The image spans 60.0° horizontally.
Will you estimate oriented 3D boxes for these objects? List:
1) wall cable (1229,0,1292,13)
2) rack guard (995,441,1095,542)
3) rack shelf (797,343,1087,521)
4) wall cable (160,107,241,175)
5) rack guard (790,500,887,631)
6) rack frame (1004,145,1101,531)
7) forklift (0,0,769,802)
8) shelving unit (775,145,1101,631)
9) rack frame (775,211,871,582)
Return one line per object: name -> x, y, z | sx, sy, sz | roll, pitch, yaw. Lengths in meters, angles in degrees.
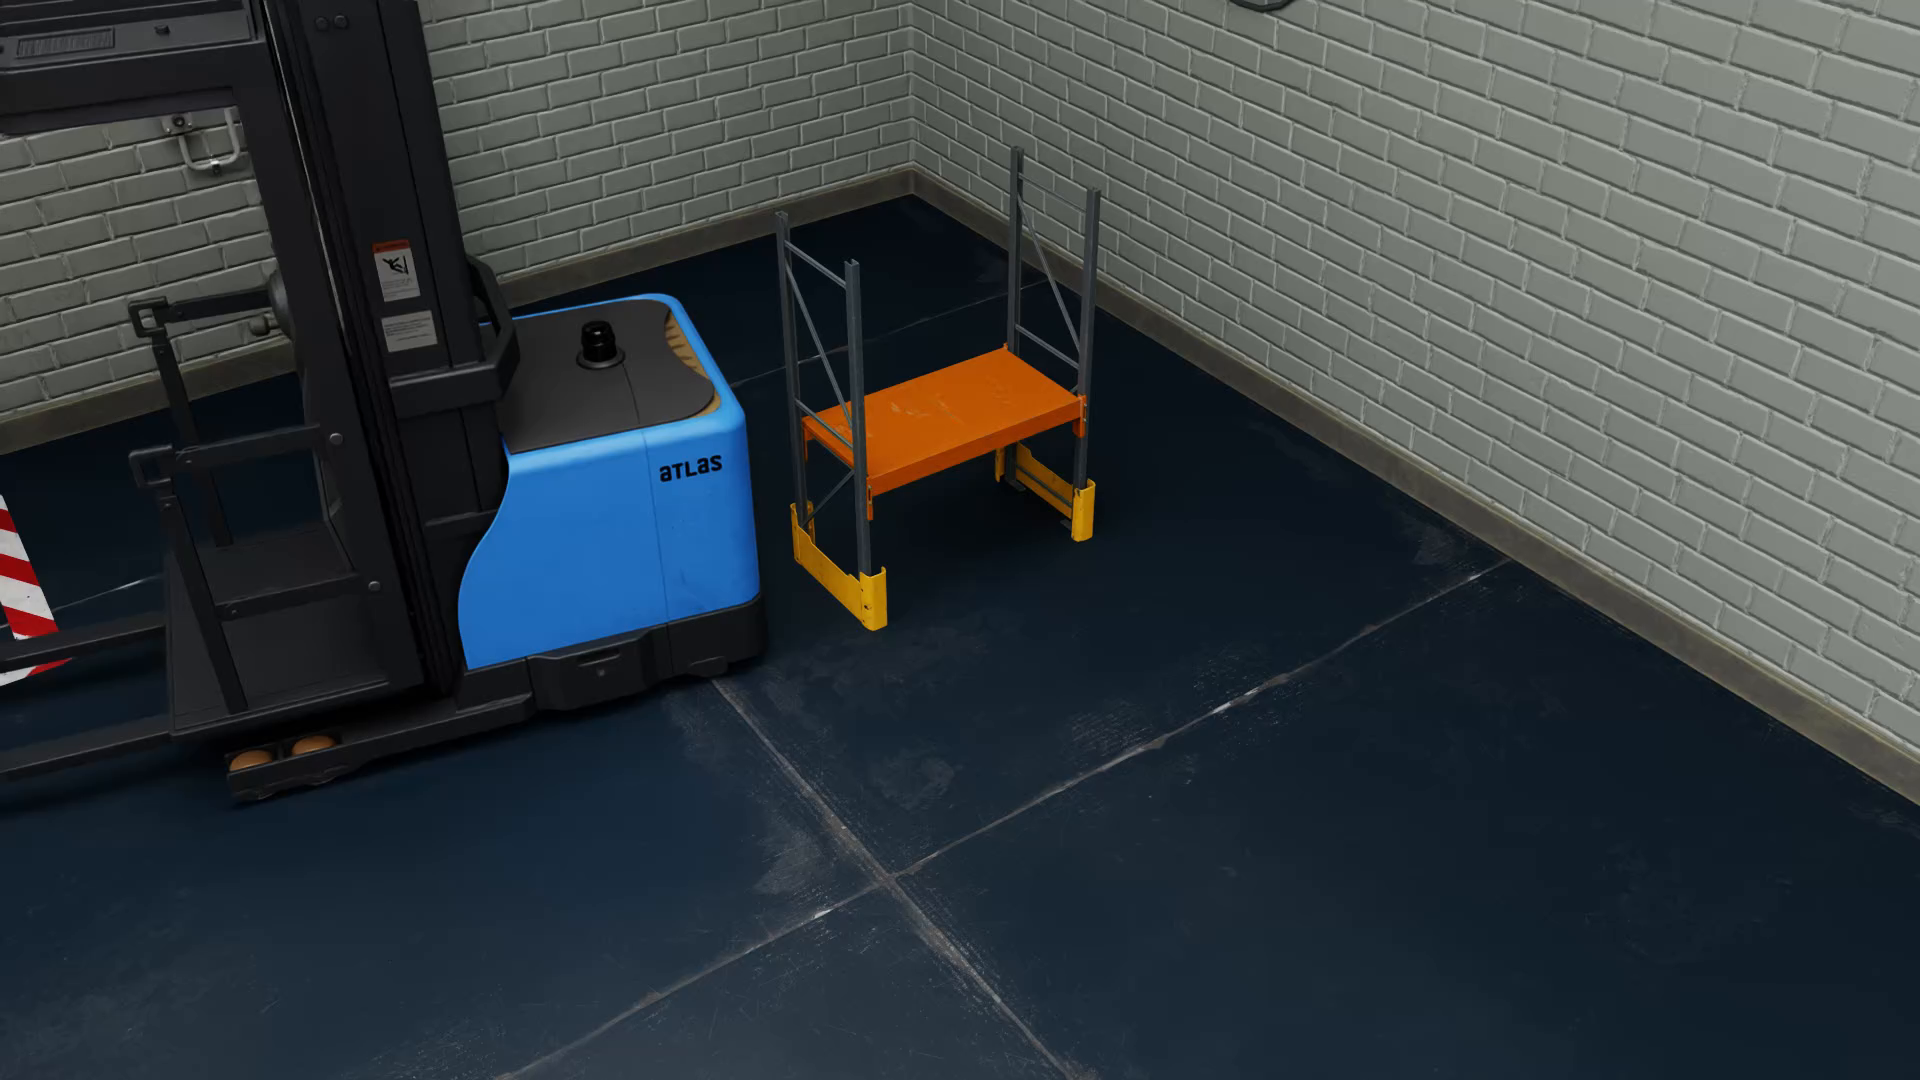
wall cable -> 0.487, -3.730, 6.888 | 0.112, 2.526, 3.097 | -22, 41, -28
rack guard -> 0.345, -0.243, 6.874 | 0.087, 0.250, 0.587 | -22, 41, -28
rack shelf -> -0.070, -0.434, 6.377 | 1.000, 0.185, 0.538 | -22, 41, -28
wall cable -> -3.840, -2.117, 6.255 | 1.851, 1.984, 0.084 | -22, 41, -28
rack guard -> -0.469, 0.092, 6.408 | 0.087, 0.250, 0.587 | -22, 41, -28
rack frame -> 0.346, -0.751, 6.510 | 0.032, 1.500, 0.500 | -22, 41, -28
forklift -> -2.271, -0.674, 5.177 | 3.031, 2.935, 1.130 | -13, 38, -18
shelving unit -> -0.062, -0.583, 6.276 | 1.083, 1.500, 0.587 | -22, 41, -28
rack frame -> -0.485, -0.409, 6.034 | 0.032, 1.500, 0.500 | -22, 41, -28
